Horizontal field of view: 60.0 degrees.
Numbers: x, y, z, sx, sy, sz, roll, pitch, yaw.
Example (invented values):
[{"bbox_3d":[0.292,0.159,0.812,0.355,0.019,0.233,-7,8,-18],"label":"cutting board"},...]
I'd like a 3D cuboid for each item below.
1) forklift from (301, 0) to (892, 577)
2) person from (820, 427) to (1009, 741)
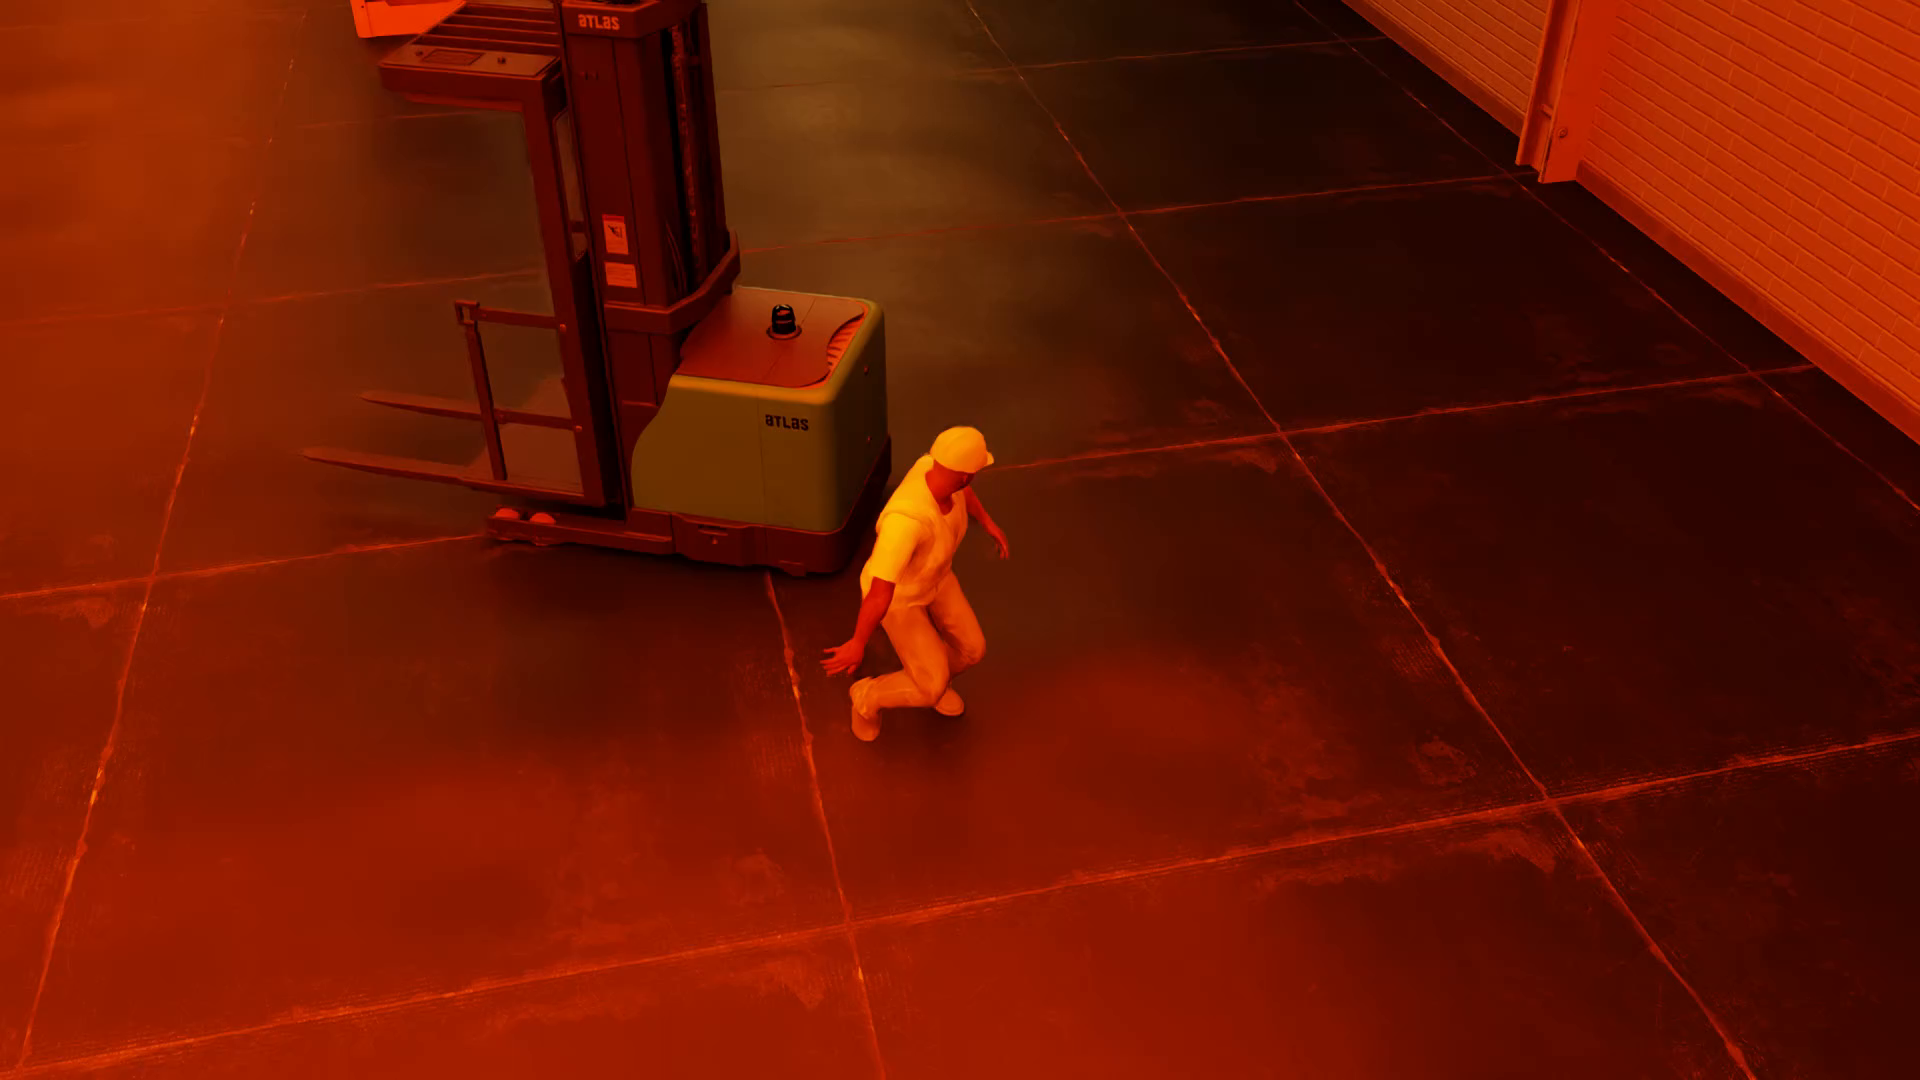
[{"bbox_3d":[-1.941,-1.451,8.067,3.031,2.935,1.130,8,36,10],"label":"forklift"},{"bbox_3d":[-0.197,0.220,6.949,0.535,1.617,1.018,20,40,26],"label":"person"}]
